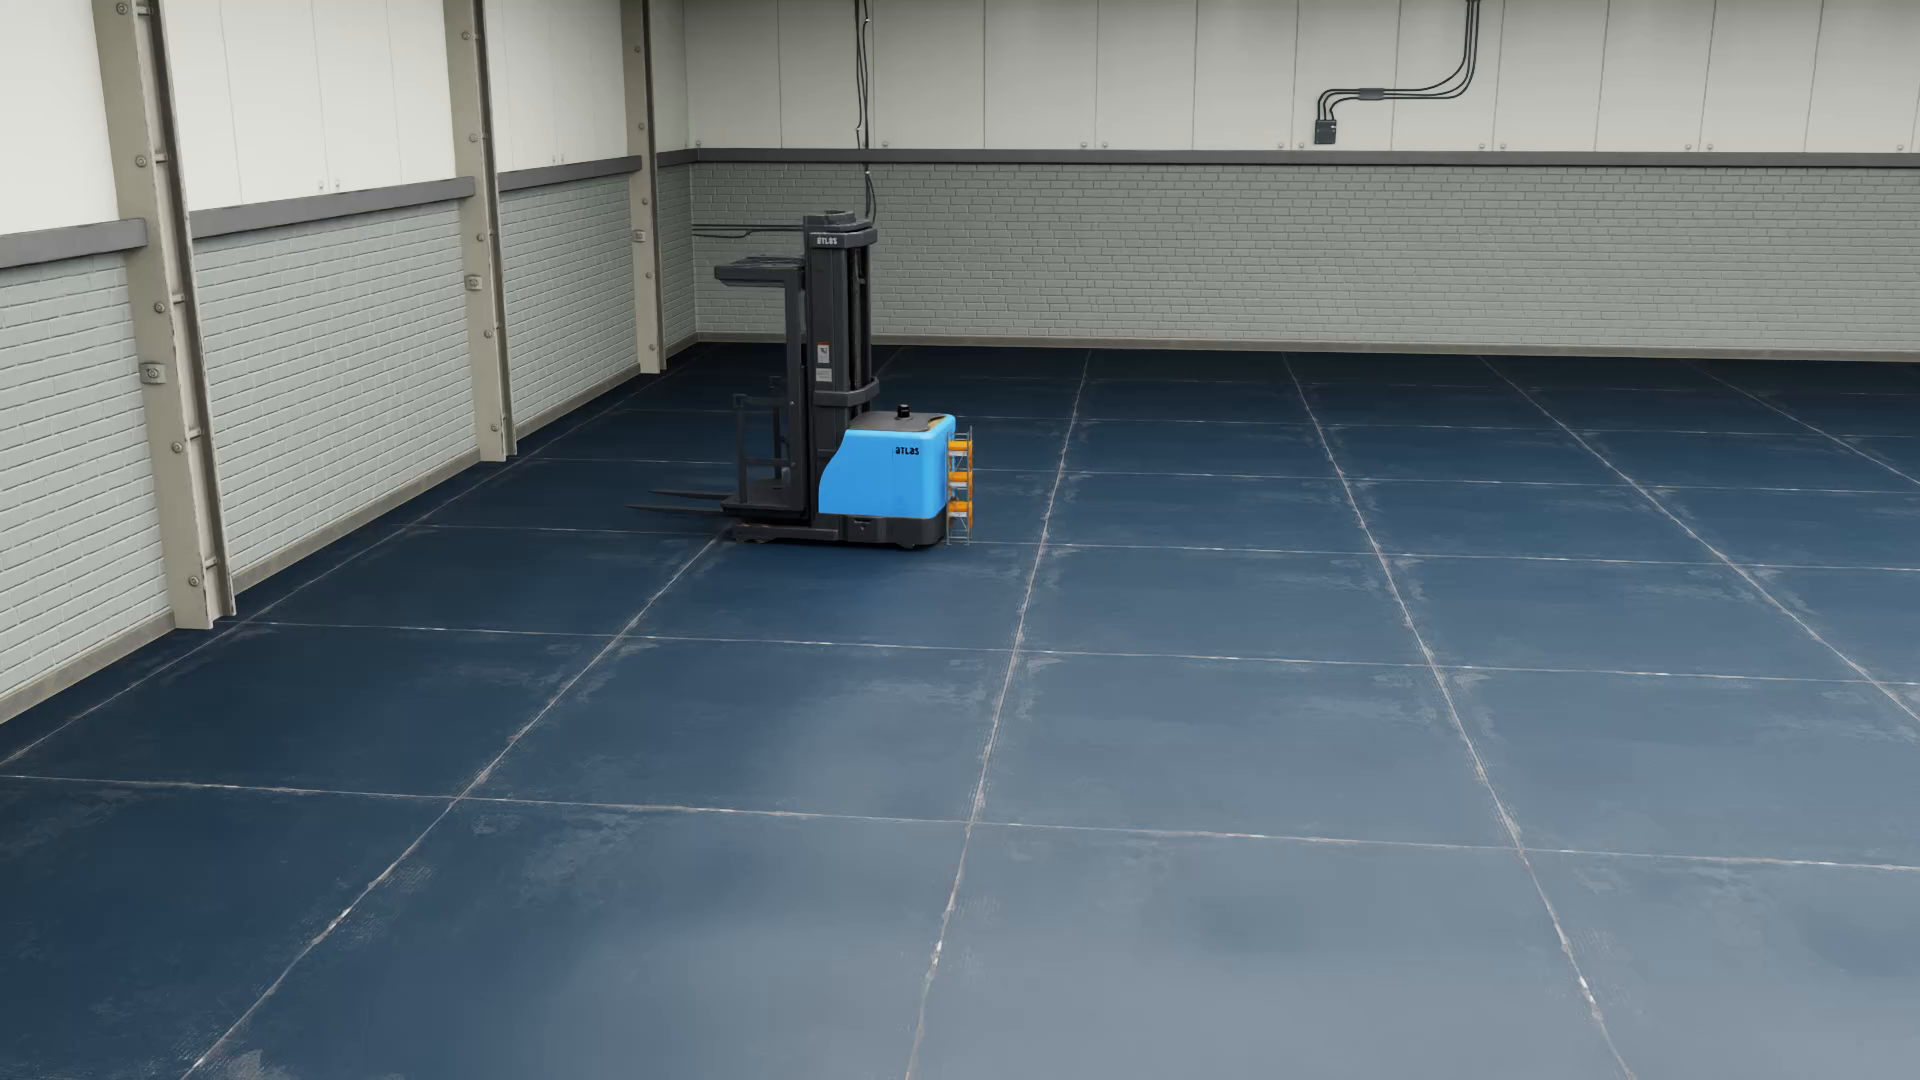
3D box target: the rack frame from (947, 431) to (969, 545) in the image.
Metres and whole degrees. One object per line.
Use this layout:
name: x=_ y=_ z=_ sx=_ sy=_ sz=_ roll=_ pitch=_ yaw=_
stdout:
rack frame: x=-0.020 y=-0.461 z=14.945 sx=0.200 sy=1.050 sz=0.008 roll=2 pitch=15 yaw=6

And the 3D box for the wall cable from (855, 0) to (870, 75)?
wall cable: x=-0.185 y=-8.414 z=25.399 sx=3.097 sy=2.526 sz=0.112 roll=2 pitch=15 yaw=6

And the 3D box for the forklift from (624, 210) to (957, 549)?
forklift: x=-1.602 y=-1.515 z=15.239 sx=3.031 sy=2.935 sz=1.130 roll=3 pitch=15 yaw=12

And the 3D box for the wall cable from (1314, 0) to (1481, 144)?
wall cable: x=6.558 y=-8.912 z=24.454 sx=2.305 sy=6.003 sz=0.169 roll=2 pitch=15 yaw=6

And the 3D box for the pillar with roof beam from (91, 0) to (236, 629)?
pillar with roof beam: x=-1.596 y=-3.590 z=11.287 sx=9.100 sy=9.000 sz=0.400 roll=2 pitch=15 yaw=6

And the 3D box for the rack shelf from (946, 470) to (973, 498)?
rack shelf: x=-0.006 y=-0.483 z=15.064 sx=0.215 sy=0.259 sz=0.240 roll=2 pitch=15 yaw=6

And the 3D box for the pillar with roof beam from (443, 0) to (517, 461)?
pillar with roof beam: x=-0.919 y=-5.146 z=17.042 sx=9.100 sy=9.000 sz=0.400 roll=2 pitch=15 yaw=6

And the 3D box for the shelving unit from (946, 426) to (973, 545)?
shelving unit: x=-0.006 y=-0.493 z=15.062 sx=0.215 sy=1.050 sz=0.252 roll=2 pitch=15 yaw=6

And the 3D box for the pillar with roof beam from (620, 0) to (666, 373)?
pillar with roof beam: x=-0.242 y=-6.702 z=22.797 sx=9.100 sy=9.000 sz=0.400 roll=2 pitch=15 yaw=6

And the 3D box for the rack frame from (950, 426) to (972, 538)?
rack frame: x=0.008 y=-0.525 z=15.179 sx=0.200 sy=1.050 sz=0.008 roll=2 pitch=15 yaw=6

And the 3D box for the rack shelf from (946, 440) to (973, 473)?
rack shelf: x=-0.006 y=-0.757 z=14.990 sx=0.215 sy=0.259 sz=0.240 roll=2 pitch=15 yaw=6

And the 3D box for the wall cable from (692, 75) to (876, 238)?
wall cable: x=-2.874 y=-6.055 z=26.353 sx=3.097 sy=2.526 sz=0.112 roll=2 pitch=15 yaw=6

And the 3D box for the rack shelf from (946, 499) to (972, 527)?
rack shelf: x=-0.006 y=-0.214 z=15.137 sx=0.215 sy=0.259 sz=0.240 roll=2 pitch=15 yaw=6
